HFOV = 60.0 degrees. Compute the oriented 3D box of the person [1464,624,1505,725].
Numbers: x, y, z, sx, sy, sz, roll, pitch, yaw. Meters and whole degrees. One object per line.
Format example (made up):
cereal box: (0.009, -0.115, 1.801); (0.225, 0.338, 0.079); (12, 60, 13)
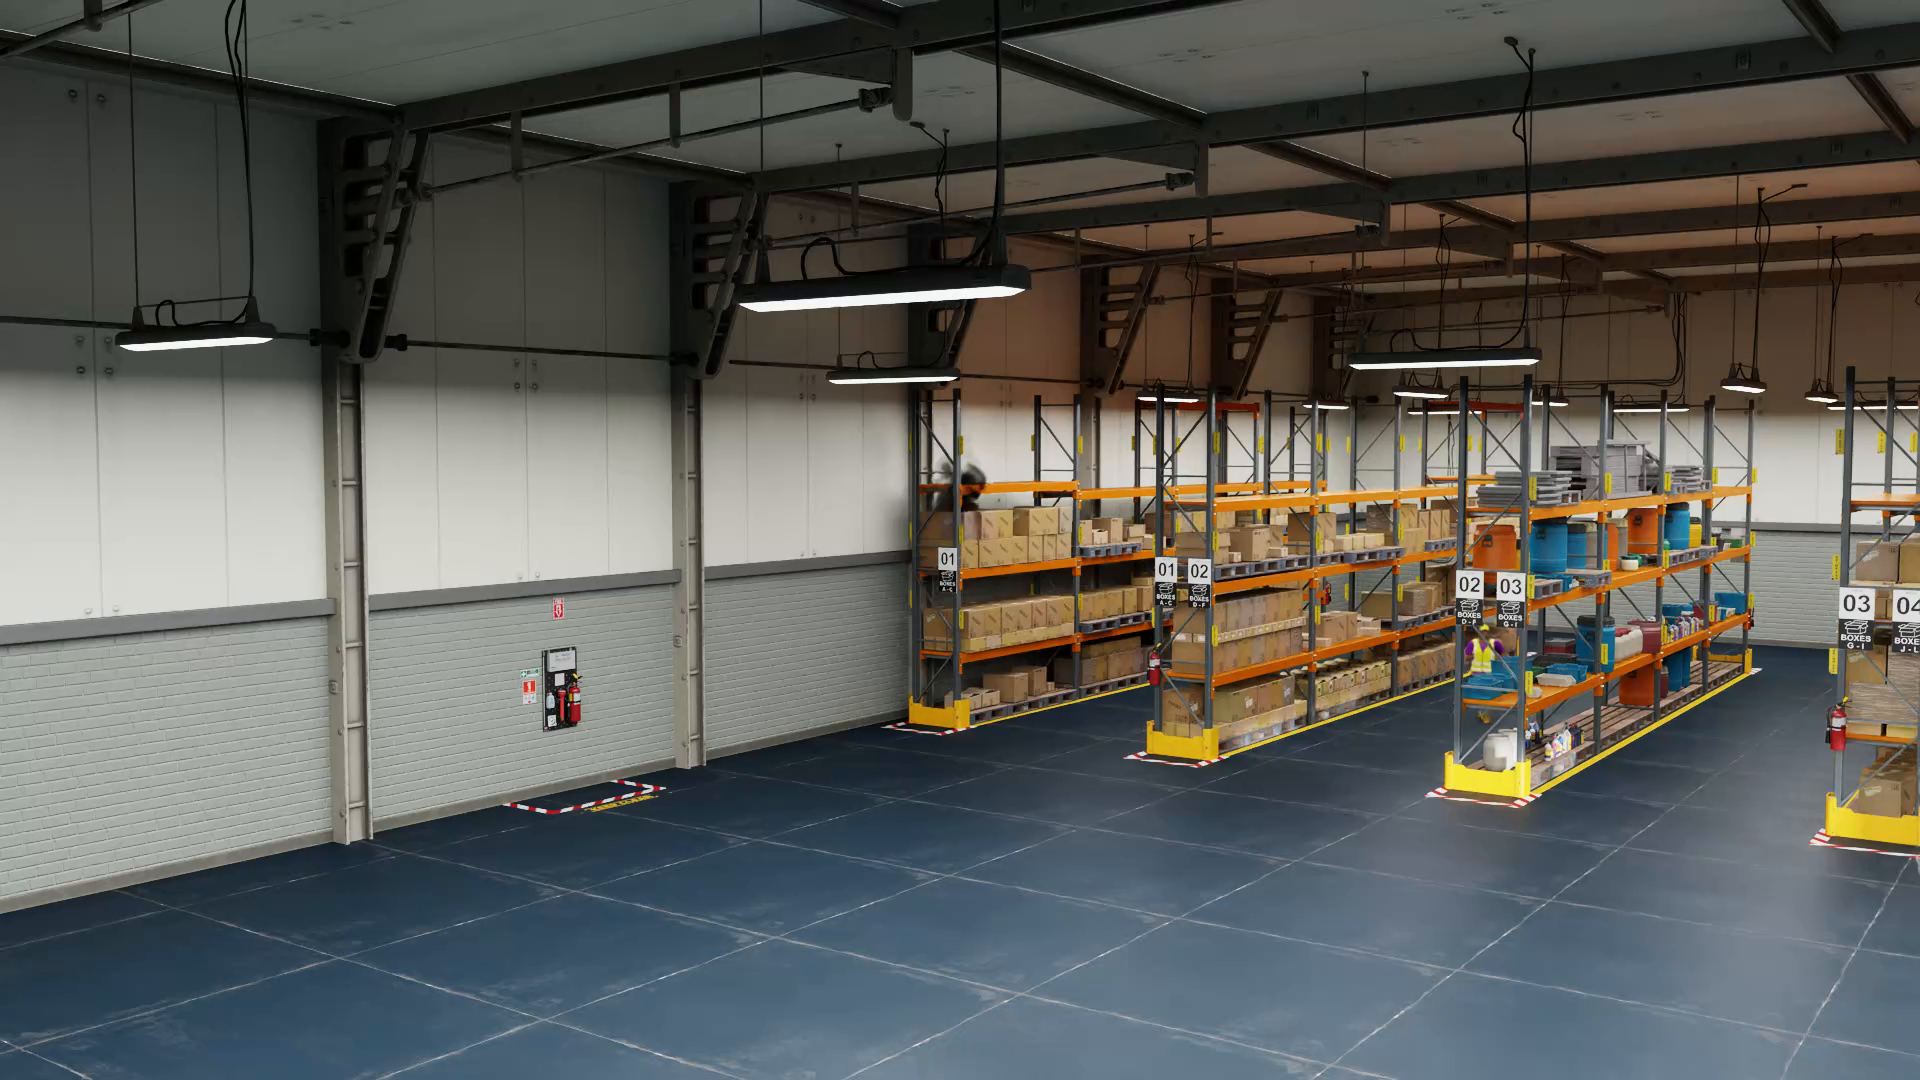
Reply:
person: (9.429, 2.416, 29.992); (0.663, 1.812, 0.706); (2, 4, 25)
